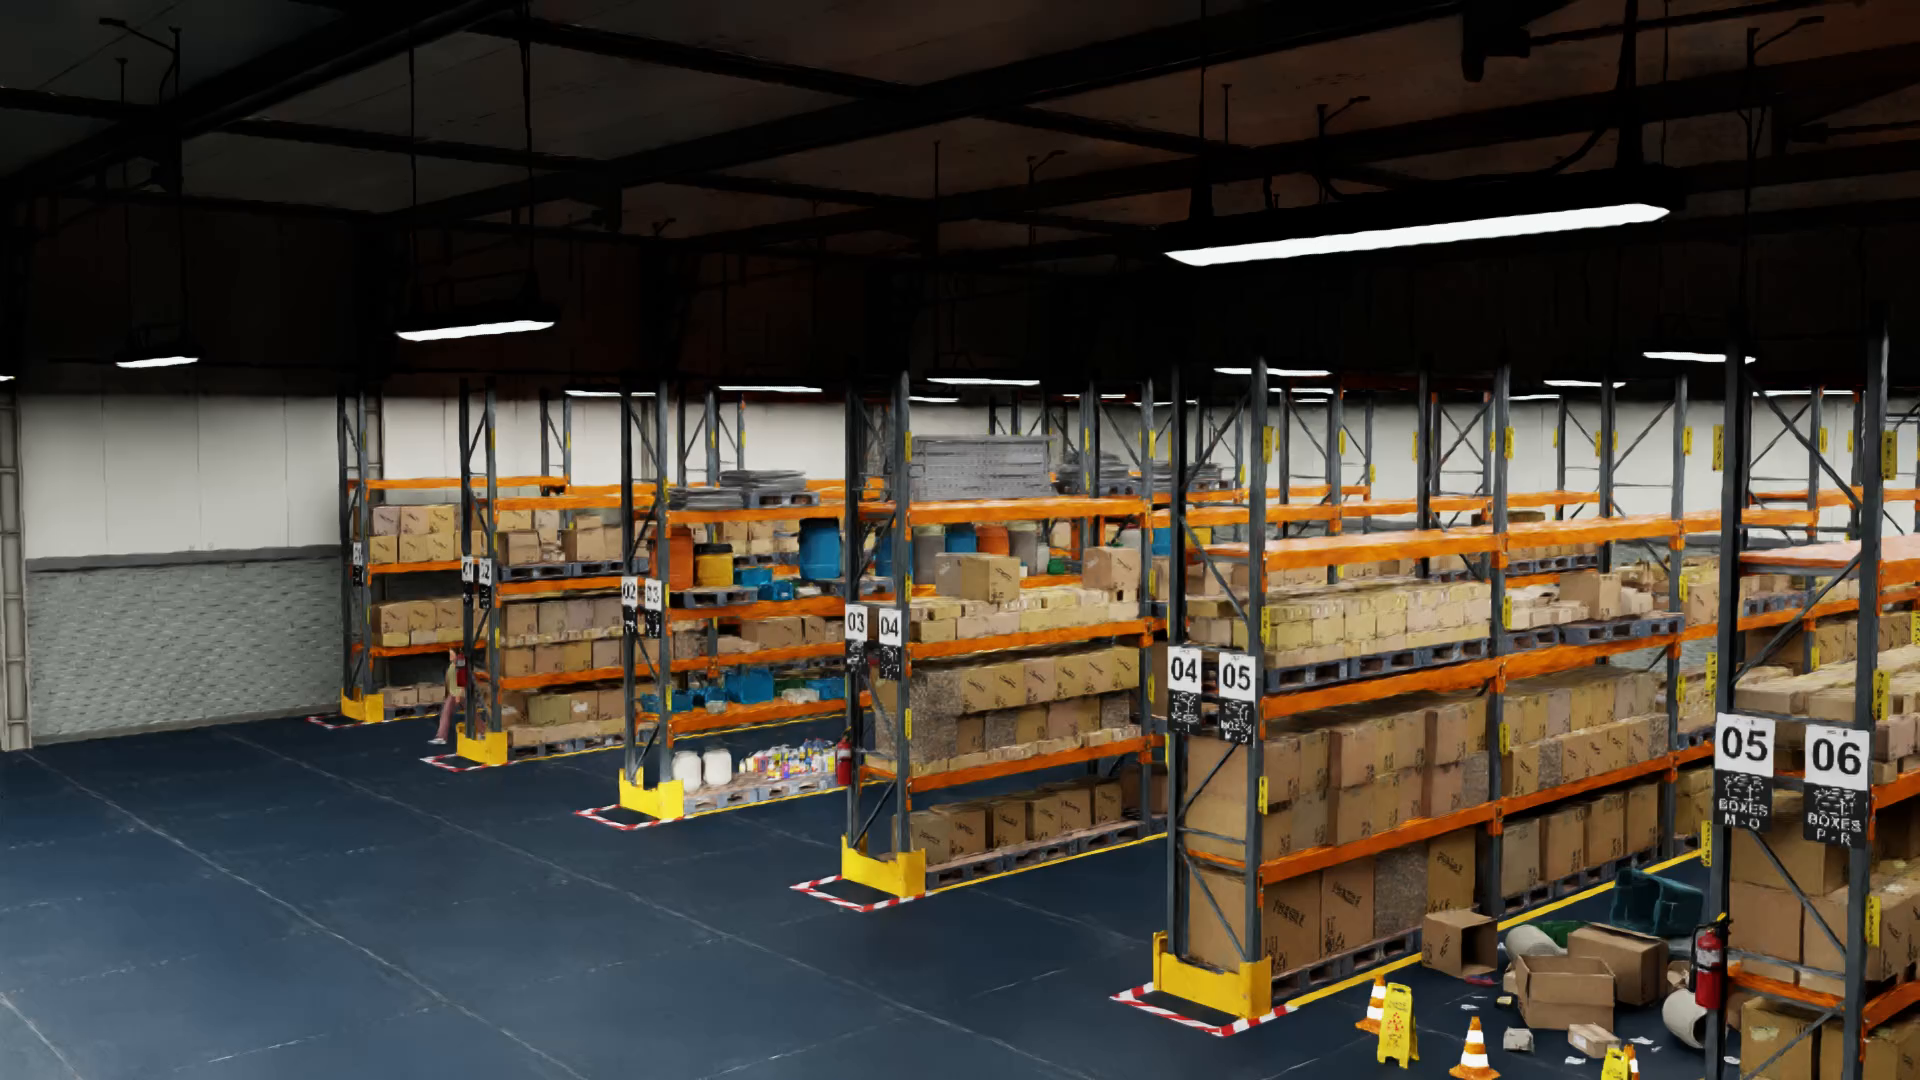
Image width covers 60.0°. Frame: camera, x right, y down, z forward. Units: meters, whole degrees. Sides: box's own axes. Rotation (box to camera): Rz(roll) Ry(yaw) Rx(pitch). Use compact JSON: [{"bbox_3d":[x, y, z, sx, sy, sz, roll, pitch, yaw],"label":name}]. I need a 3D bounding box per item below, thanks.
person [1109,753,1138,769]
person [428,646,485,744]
[{"bbox_3d":[2.576,2.716,25.516,1.036,1.515,0.417,-3,5,-39],"label":"person"},{"bbox_3d":[-8.298,2.549,27.533,0.451,1.610,1.056,3,5,38],"label":"person"}]
